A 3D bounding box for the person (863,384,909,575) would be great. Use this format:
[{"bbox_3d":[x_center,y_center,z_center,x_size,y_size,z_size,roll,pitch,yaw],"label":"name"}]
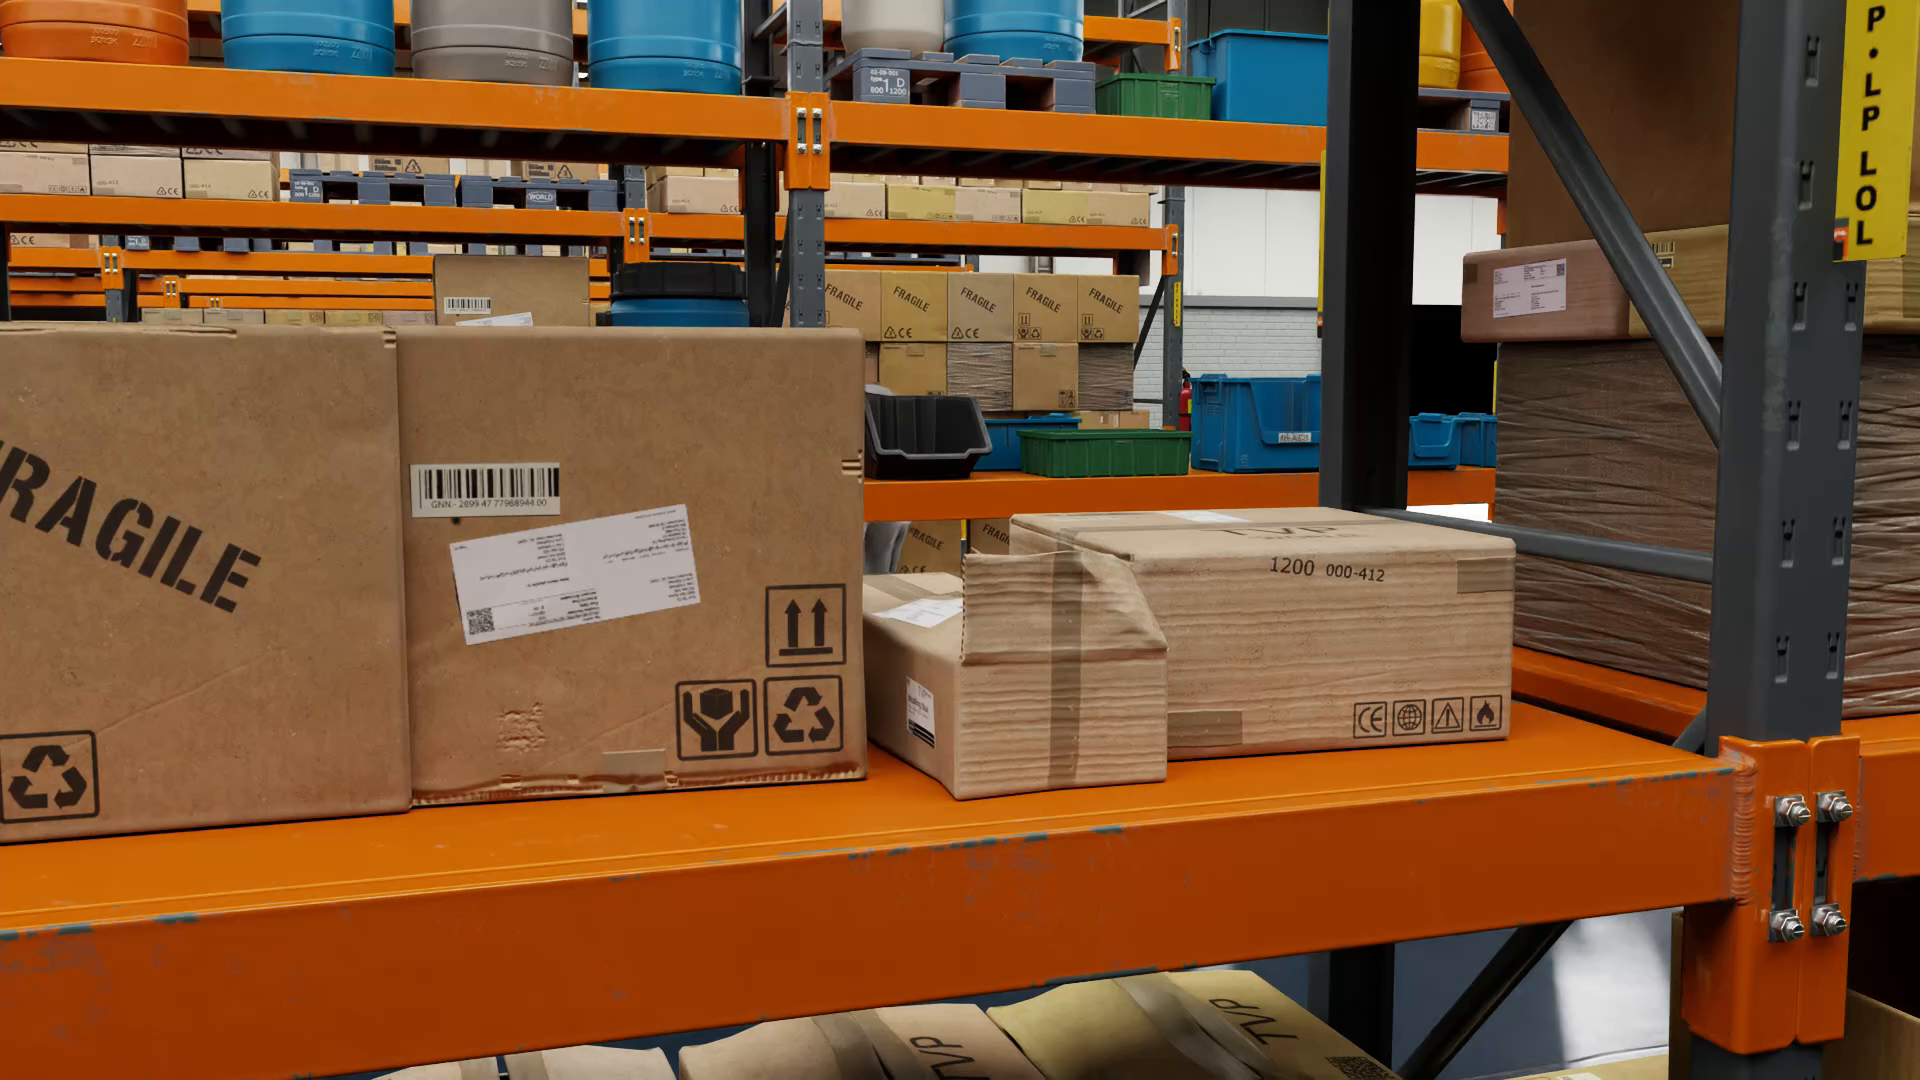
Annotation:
[{"bbox_3d":[-0.389,-0.080,9.700,0.516,1.667,0.539,2,6,21],"label":"person"}]
